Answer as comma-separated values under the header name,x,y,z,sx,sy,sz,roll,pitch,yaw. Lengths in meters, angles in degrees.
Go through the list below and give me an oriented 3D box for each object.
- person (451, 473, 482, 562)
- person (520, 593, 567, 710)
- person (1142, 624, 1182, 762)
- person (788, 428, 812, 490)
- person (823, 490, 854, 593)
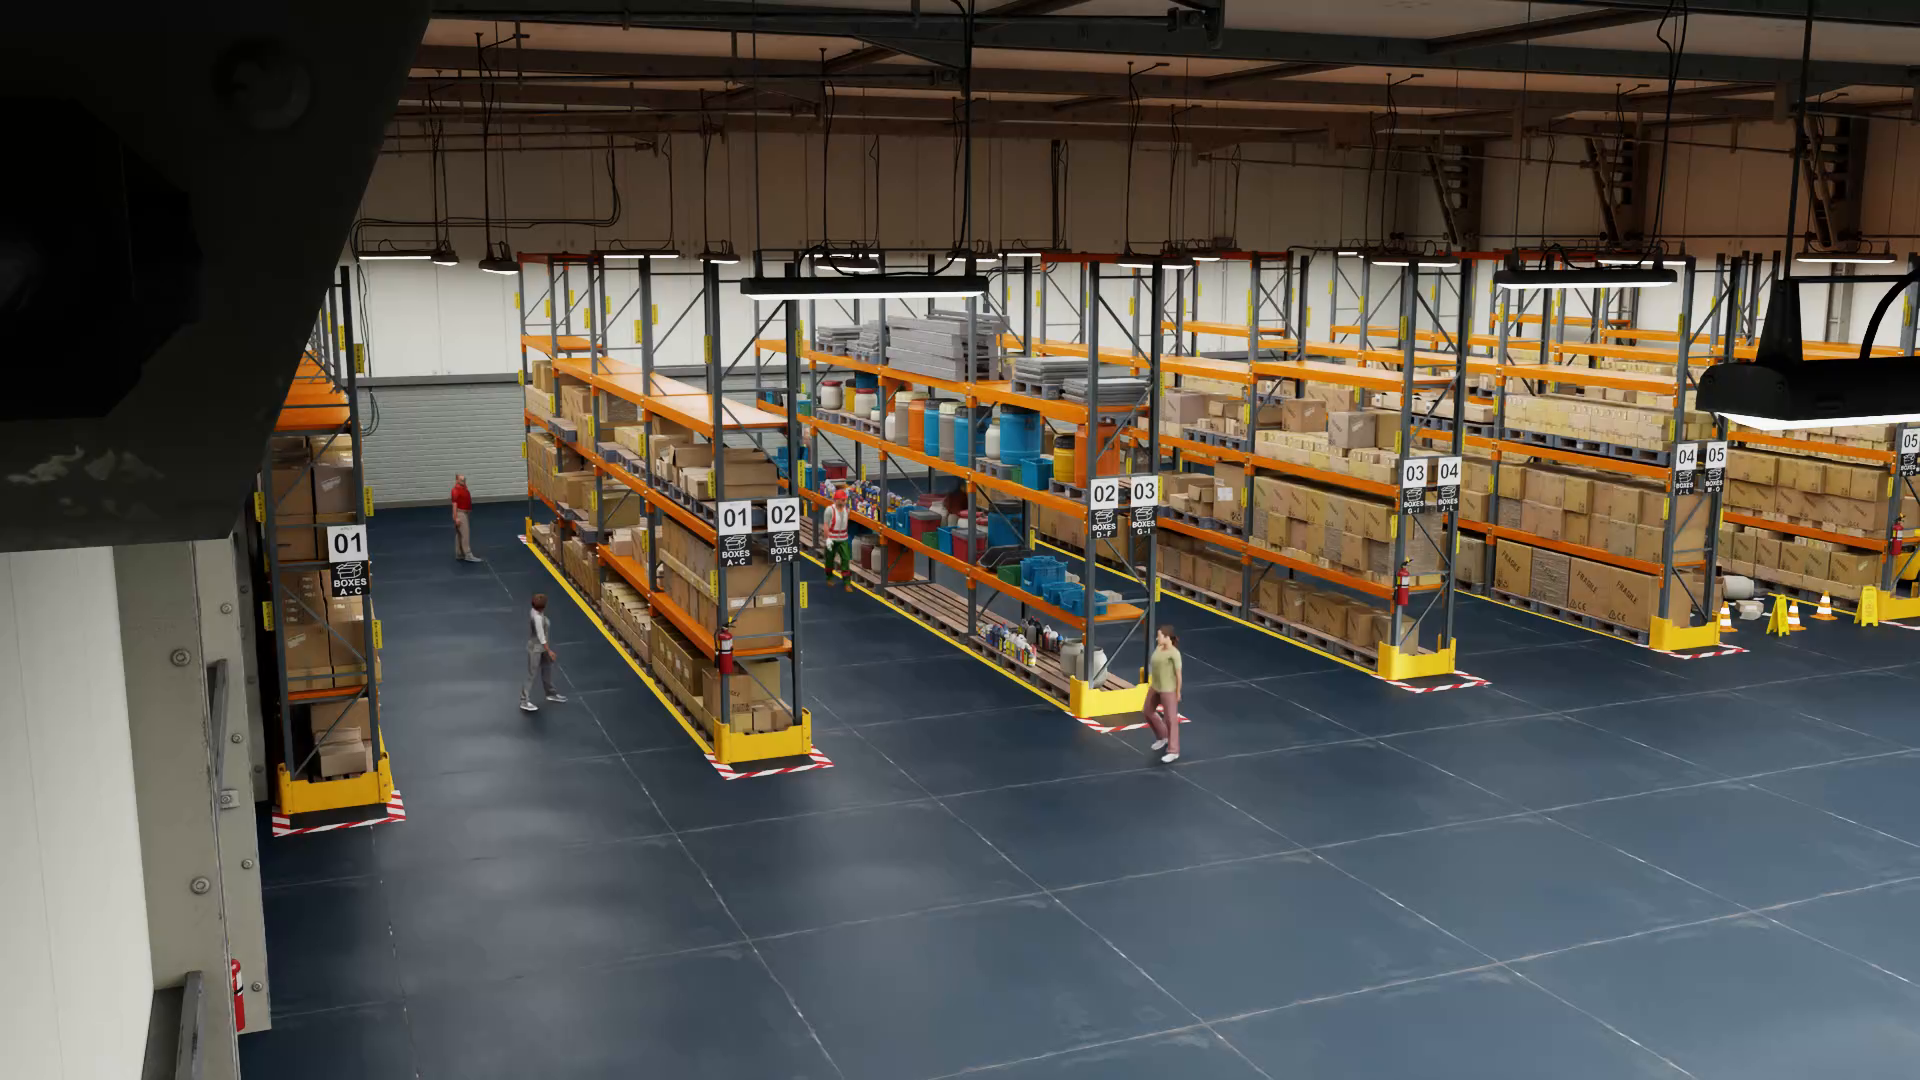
name,x,y,z,sx,sy,sz,roll,pitch,yaw
person,-9.727,-0.462,32.777,0.554,1.731,0.555,-1,10,-8
person,-5.694,1.490,22.562,0.568,1.598,0.589,-1,10,-5
person,2.513,1.828,20.328,0.470,1.678,0.539,-9,14,-41
person,-3.753,-1.853,40.290,0.862,1.745,0.640,2,11,10
person,-2.096,-0.001,28.476,0.515,1.725,1.013,-4,11,-19
